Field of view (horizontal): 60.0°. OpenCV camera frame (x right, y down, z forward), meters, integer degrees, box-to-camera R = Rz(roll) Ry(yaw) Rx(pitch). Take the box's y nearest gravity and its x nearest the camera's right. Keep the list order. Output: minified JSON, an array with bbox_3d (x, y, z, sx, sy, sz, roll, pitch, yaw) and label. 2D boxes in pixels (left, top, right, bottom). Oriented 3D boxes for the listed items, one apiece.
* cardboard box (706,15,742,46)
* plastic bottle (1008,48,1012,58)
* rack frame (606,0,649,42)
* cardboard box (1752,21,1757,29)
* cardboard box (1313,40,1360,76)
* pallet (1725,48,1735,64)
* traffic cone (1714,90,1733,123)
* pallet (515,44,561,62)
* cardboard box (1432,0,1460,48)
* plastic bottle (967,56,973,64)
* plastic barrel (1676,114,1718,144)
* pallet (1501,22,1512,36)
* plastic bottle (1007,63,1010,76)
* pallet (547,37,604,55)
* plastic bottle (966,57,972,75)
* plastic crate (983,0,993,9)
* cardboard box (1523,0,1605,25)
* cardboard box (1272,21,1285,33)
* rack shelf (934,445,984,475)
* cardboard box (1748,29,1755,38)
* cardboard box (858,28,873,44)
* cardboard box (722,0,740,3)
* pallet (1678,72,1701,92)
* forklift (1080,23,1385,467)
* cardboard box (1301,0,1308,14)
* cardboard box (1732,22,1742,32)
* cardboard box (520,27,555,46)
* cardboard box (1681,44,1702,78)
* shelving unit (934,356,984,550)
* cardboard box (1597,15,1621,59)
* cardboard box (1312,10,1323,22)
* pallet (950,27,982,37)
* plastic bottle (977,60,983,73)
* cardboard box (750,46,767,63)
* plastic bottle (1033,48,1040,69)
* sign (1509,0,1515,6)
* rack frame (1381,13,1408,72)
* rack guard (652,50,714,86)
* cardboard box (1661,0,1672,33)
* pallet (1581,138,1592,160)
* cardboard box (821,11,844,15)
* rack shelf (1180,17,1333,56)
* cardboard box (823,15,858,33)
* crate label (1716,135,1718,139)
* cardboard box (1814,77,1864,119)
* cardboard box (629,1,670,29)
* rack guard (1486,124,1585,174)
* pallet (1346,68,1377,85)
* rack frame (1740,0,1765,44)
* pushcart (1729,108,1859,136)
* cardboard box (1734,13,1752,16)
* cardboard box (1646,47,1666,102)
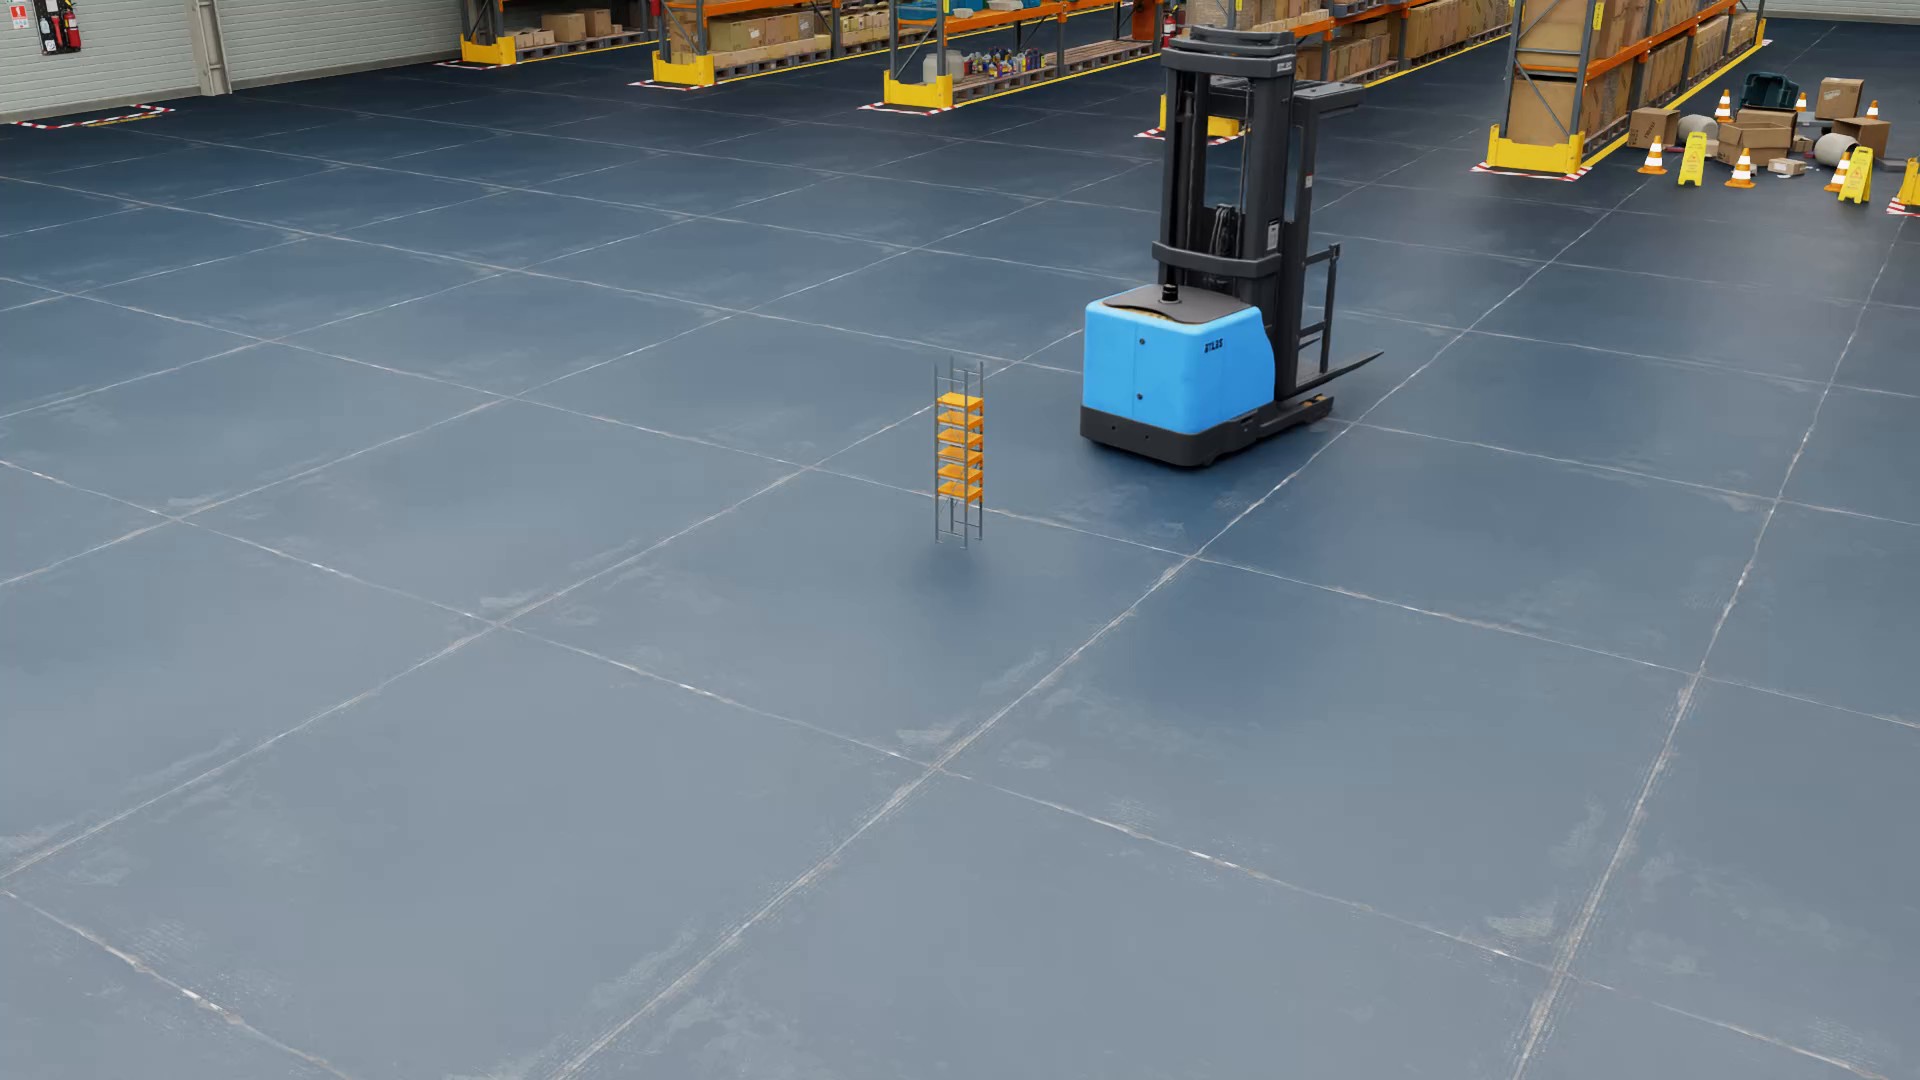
[{"bbox_3d":[-4.346,-9.385,30.643,0.500,0.500,0.500,14,27,29],"label":"cardboard box"},{"bbox_3d":[0.885,-8.771,30.116,0.097,0.271,0.097,0,23,0],"label":"plastic bottle"},{"bbox_3d":[-6.992,-11.913,34.494,1.000,3.000,0.127,14,27,29],"label":"rack frame"},{"bbox_3d":[16.087,-10.559,34.051,0.380,0.149,0.250,13,27,28],"label":"cardboard box"},{"bbox_3d":[6.537,-8.403,28.977,0.700,0.500,0.500,11,26,24],"label":"cardboard box"},{"bbox_3d":[14.338,-9.380,32.153,1.003,0.211,1.213,14,27,29],"label":"pallet"},{"bbox_3d":[11.784,-6.698,25.639,0.336,0.463,0.334,14,27,29],"label":"traffic cone"},{"bbox_3d":[-8.603,-9.576,32.605,1.003,0.211,1.213,14,27,29],"label":"pallet"},{"bbox_3d":[9.062,-10.195,32.671,1.225,0.875,0.875,13,27,27],"label":"cardboard box"},{"bbox_3d":[0.141,-8.277,28.969,0.152,0.276,0.135,13,27,28],"label":"plastic bottle"},{"bbox_3d":[10.498,-5.839,23.705,0.421,0.421,0.512,-7,24,-17],"label":"plastic barrel"},{"bbox_3d":[11.608,-11.283,36.549,1.003,0.211,1.213,14,27,29],"label":"pallet"},{"bbox_3d":[0.822,-8.134,28.733,0.097,0.201,0.097,0,23,0],"label":"plastic bottle"},{"bbox_3d":[-7.958,-9.986,33.552,1.003,0.211,1.213,14,27,29],"label":"pallet"},{"bbox_3d":[0.158,-8.212,28.808,0.061,0.283,0.133,14,27,29],"label":"plastic bottle"},{"bbox_3d":[0.469,-9.341,28.819,0.450,0.188,0.662,14,27,29],"label":"plastic crate"},{"bbox_3d":[7.912,-7.057,21.728,0.875,0.550,0.550,14,27,29],"label":"cardboard box"},{"bbox_3d":[4.750,-7.866,25.461,0.380,0.149,0.250,14,27,29],"label":"cardboard box"},{"bbox_3d":[-0.008,-0.505,10.518,0.258,0.103,0.180,14,27,29],"label":"rack shelf"},{"bbox_3d":[15.973,-10.331,33.898,0.380,0.149,0.250,15,27,31],"label":"cardboard box"},{"bbox_3d":[-2.087,-10.064,33.154,0.500,0.250,0.500,15,27,30],"label":"cardboard box"},{"bbox_3d":[-4.361,-9.906,29.730,0.700,0.500,0.500,15,27,30],"label":"cardboard box"},{"bbox_3d":[12.317,-8.060,29.102,1.003,0.211,1.213,14,27,29],"label":"pallet"},{"bbox_3d":[2.261,-2.365,12.525,1.130,2.935,3.031,20,31,39],"label":"forklift"},{"bbox_3d":[5.049,-8.681,26.528,0.875,0.500,0.500,14,27,29],"label":"cardboard box"},{"bbox_3d":[14.980,-9.994,32.371,0.380,0.149,0.250,15,27,30],"label":"cardboard box"},{"bbox_3d":[-8.359,-9.938,32.762,0.500,0.311,0.500,16,28,33],"label":"cardboard box"},{"bbox_3d":[12.493,-8.307,28.780,0.500,0.500,0.500,13,26,27],"label":"cardboard box"},{"bbox_3d":[-0.008,-0.546,10.500,0.258,1.200,0.189,14,27,29],"label":"shelving unit"},{"bbox_3d":[8.514,-6.932,22.799,0.875,0.550,0.550,14,27,29],"label":"cardboard box"},{"bbox_3d":[5.629,-8.468,26.850,0.380,0.149,0.250,14,27,29],"label":"cardboard box"},{"bbox_3d":[-0.245,-11.191,36.335,1.003,0.211,1.213,14,27,29],"label":"pallet"},{"bbox_3d":[0.351,-8.289,29.090,0.097,0.201,0.097,0,23,0],"label":"plastic bottle"},{"bbox_3d":[-3.894,-8.930,30.535,0.500,0.250,0.500,14,27,29],"label":"cardboard box"},{"bbox_3d":[1.330,-8.546,29.495,0.144,0.351,0.185,13,27,28],"label":"plastic bottle"},{"bbox_3d":[7.230,-7.134,21.699,0.100,0.325,0.005,14,27,29],"label":"sign"},{"bbox_3d":[7.743,-10.149,30.419,1.000,3.000,0.127,14,27,29],"label":"rack frame"},{"bbox_3d":[-4.904,-8.371,29.458,1.175,0.500,0.348,14,27,29],"label":"rack guard"},{"bbox_3d":[10.565,-8.063,25.475,0.500,0.500,0.500,14,27,29],"label":"cardboard box"},{"bbox_3d":[8.039,-5.382,22.917,1.003,0.211,1.213,14,27,29],"label":"pallet"},{"bbox_3d":[-2.542,-10.438,33.313,0.500,0.311,0.500,15,27,30],"label":"cardboard box"},{"bbox_3d":[4.578,-7.794,25.884,1.077,0.370,4.000,14,27,29],"label":"rack shelf"},{"bbox_3d":[-2.351,-10.152,32.652,0.500,0.311,0.500,14,27,29],"label":"cardboard box"},{"bbox_3d":[10.802,-5.851,24.092,0.298,0.136,0.250,-3,24,-7],"label":"crate label"},{"bbox_3d":[12.524,-6.286,23.688,0.500,0.500,0.500,14,27,29],"label":"cardboard box"},{"bbox_3d":[-6.617,-11.220,35.485,0.700,0.500,0.500,15,28,31],"label":"cardboard box"},{"bbox_3d":[7.671,-5.221,22.180,1.175,0.500,0.348,14,27,29],"label":"rack guard"},{"bbox_3d":[6.685,-8.196,29.417,1.003,0.211,1.213,14,27,29],"label":"pallet"},{"bbox_3d":[16.123,-11.776,34.176,1.000,3.000,0.127,14,27,29],"label":"rack frame"},{"bbox_3d":[12.089,-5.980,24.089,1.648,0.377,0.936,5,24,11],"label":"pushcart"},{"bbox_3d":[15.878,-10.629,33.838,0.380,0.149,0.250,14,27,30],"label":"cardboard box"},{"bbox_3d":[10.557,-7.439,26.462,1.050,0.750,0.750,14,27,29],"label":"cardboard box"}]
